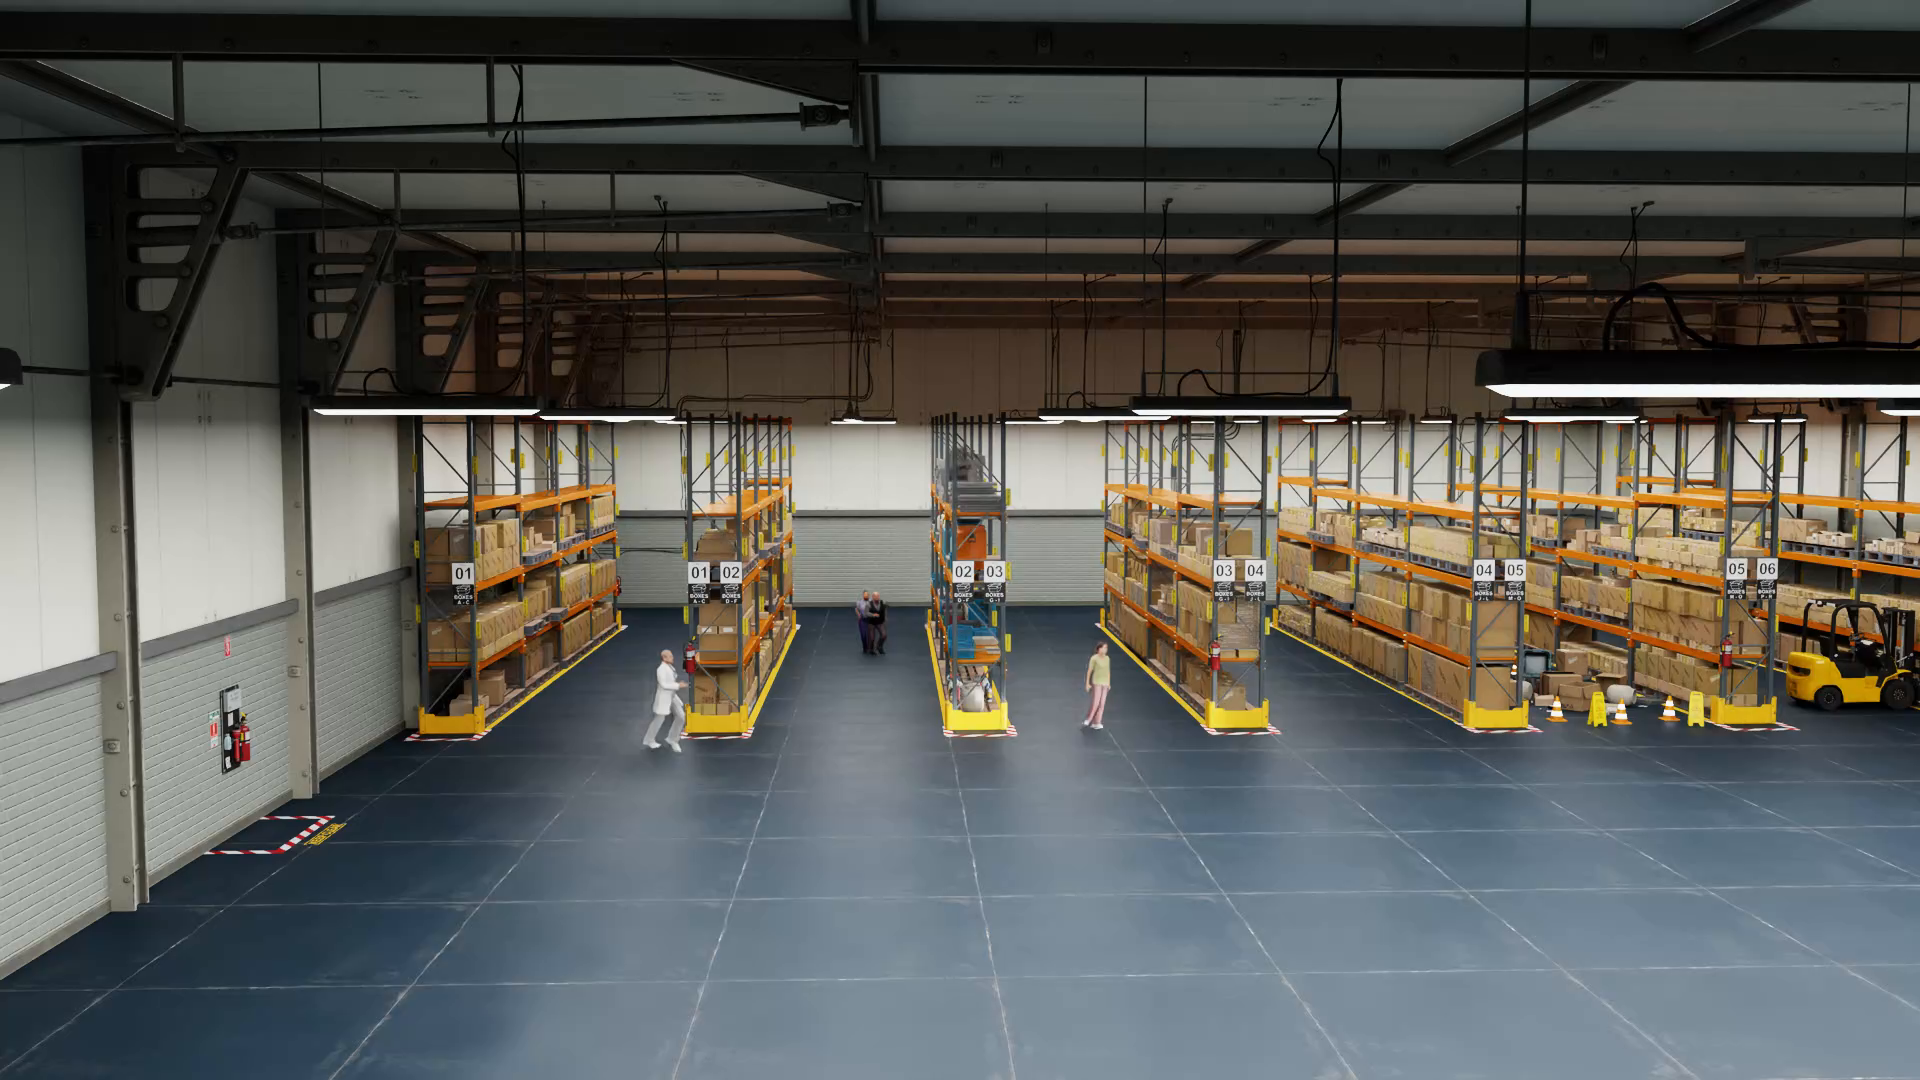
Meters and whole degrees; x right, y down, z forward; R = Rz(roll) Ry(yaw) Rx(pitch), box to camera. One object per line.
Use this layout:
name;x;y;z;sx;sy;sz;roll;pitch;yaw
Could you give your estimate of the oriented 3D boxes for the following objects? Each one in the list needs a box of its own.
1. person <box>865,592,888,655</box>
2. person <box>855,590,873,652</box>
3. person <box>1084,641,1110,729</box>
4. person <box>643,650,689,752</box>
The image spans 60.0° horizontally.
person;-2.086;2.081;41.477;0.659;1.619;0.901;-1;4;-19
person;-2.356;2.065;42.065;0.601;1.594;0.625;0;4;-1
person;2.590;2.739;31.488;0.543;1.662;0.425;-3;5;-36
person;-5.183;2.847;29.307;0.911;1.835;0.645;1;4;20
